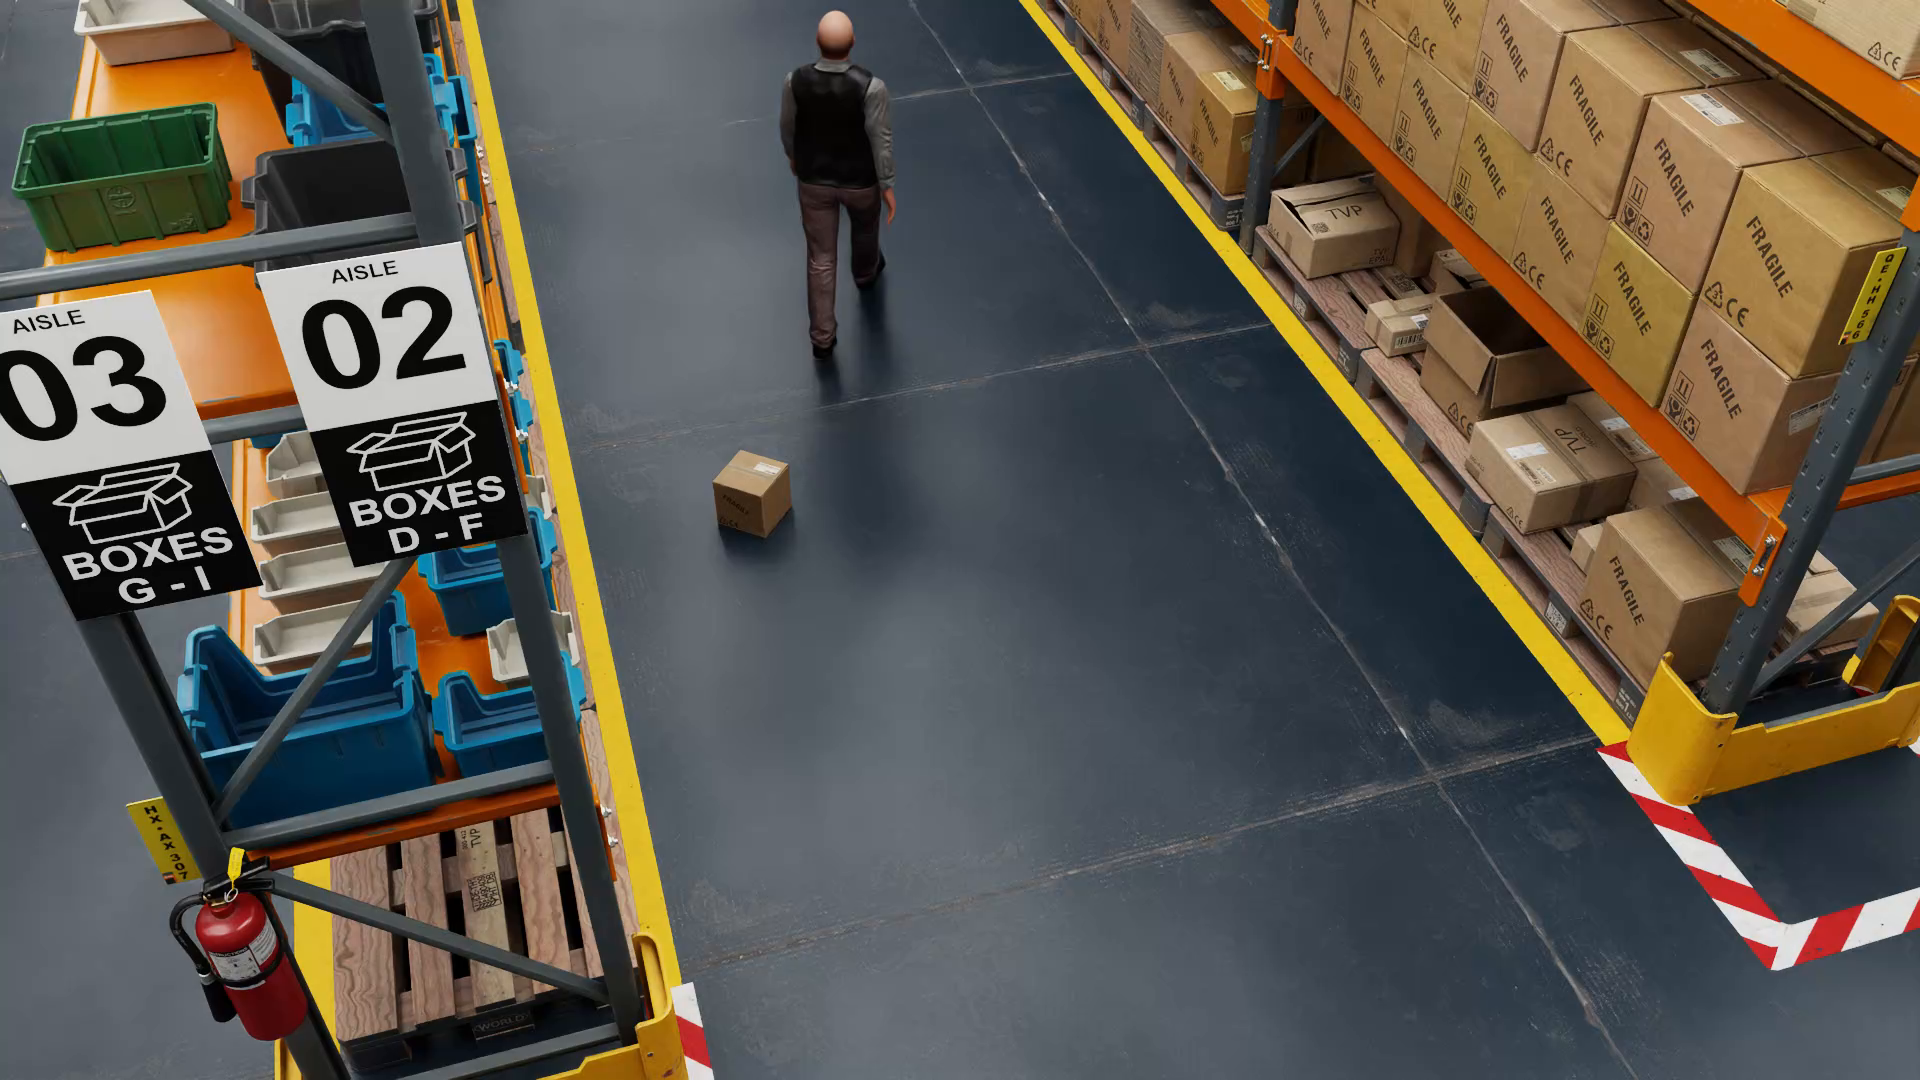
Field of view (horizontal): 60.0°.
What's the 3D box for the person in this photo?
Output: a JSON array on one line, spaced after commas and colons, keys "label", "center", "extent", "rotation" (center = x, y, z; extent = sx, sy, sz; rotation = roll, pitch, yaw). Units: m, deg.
[{"label": "person", "center": [-0.591, -1.809, 8.203], "extent": [0.575, 1.677, 1.053], "rotation": [2, 42, 2]}]
